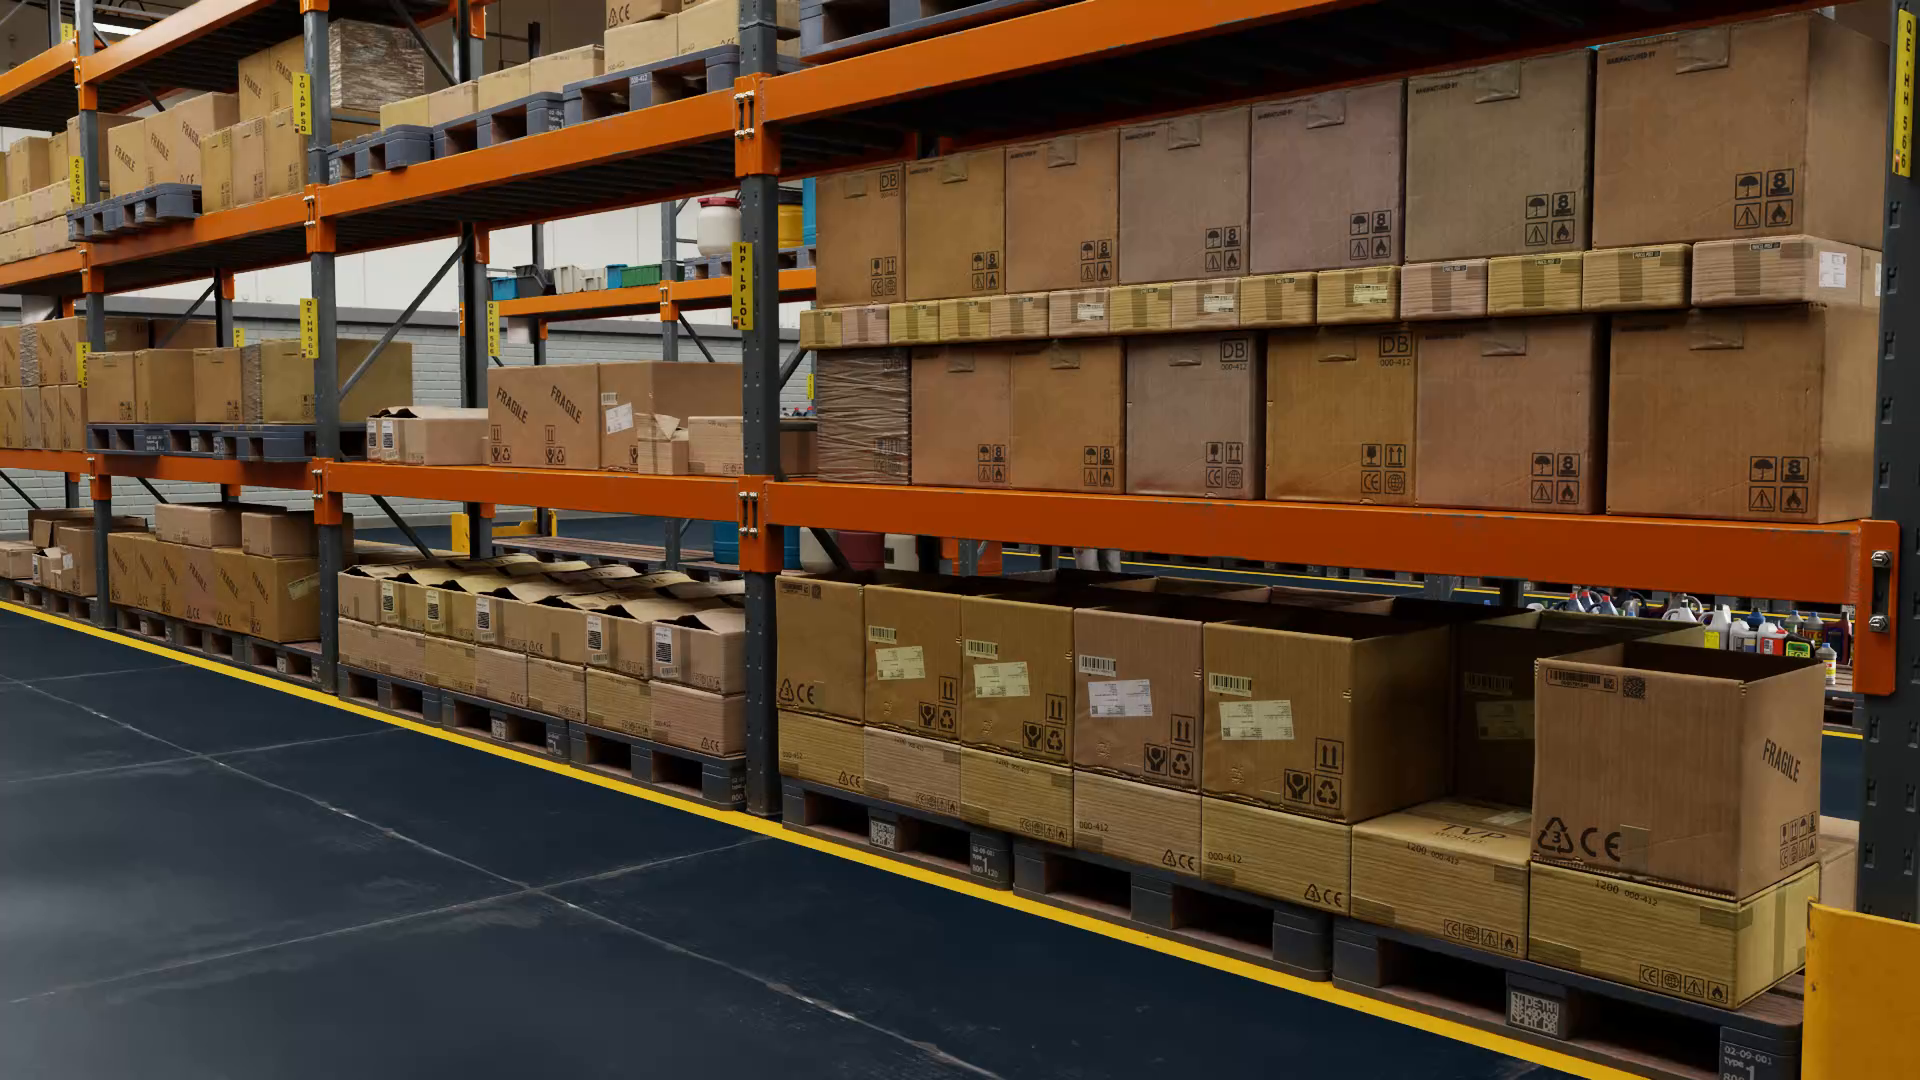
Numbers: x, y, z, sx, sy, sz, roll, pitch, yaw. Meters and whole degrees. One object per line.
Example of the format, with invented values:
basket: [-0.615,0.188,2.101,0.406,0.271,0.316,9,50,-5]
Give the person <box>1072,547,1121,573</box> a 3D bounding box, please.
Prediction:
person: [0.879,0.031,10.654,0.459,1.477,0.347,-4,6,-44]
